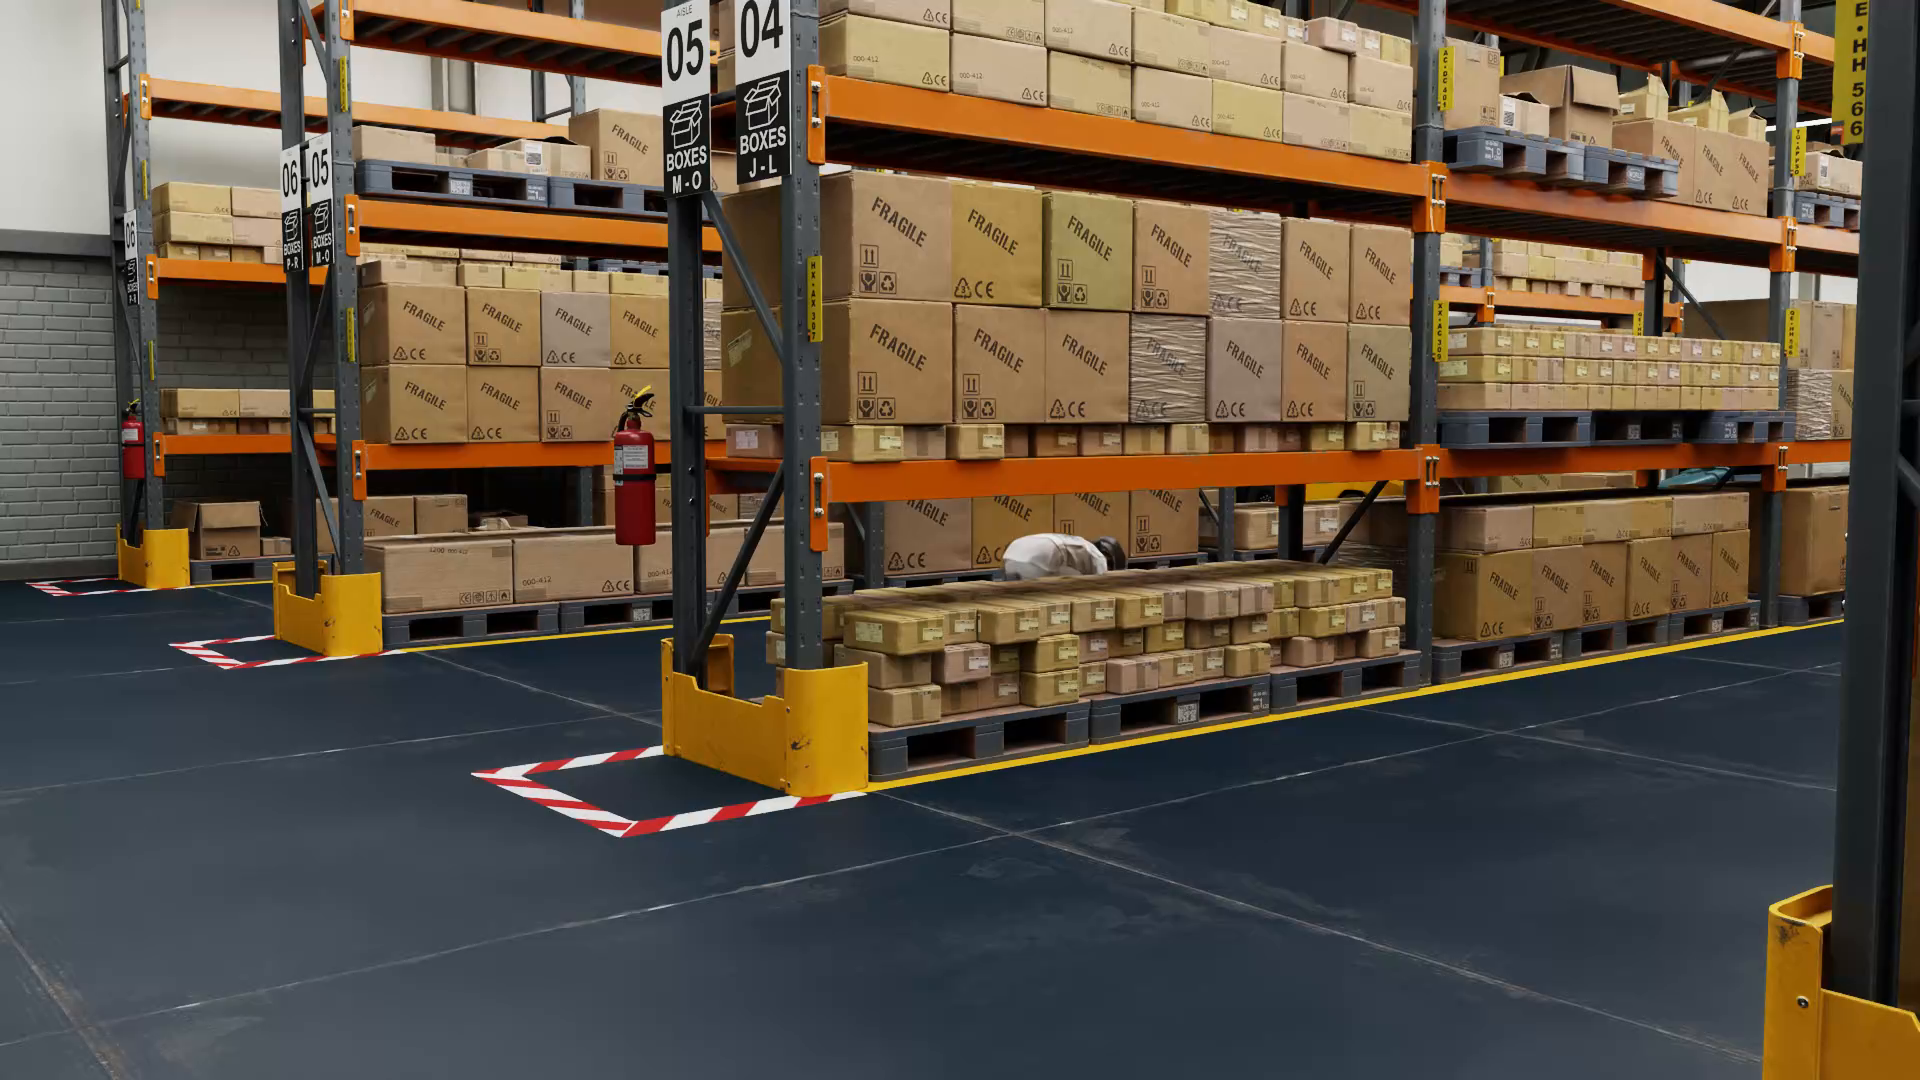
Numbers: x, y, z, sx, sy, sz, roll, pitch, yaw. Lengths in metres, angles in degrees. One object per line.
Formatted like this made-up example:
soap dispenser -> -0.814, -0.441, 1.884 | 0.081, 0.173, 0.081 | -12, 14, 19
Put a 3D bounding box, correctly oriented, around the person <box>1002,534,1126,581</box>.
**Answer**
person -> 0.656, 0.344, 10.221 | 0.910, 0.783, 0.456 | -4, 6, -41
